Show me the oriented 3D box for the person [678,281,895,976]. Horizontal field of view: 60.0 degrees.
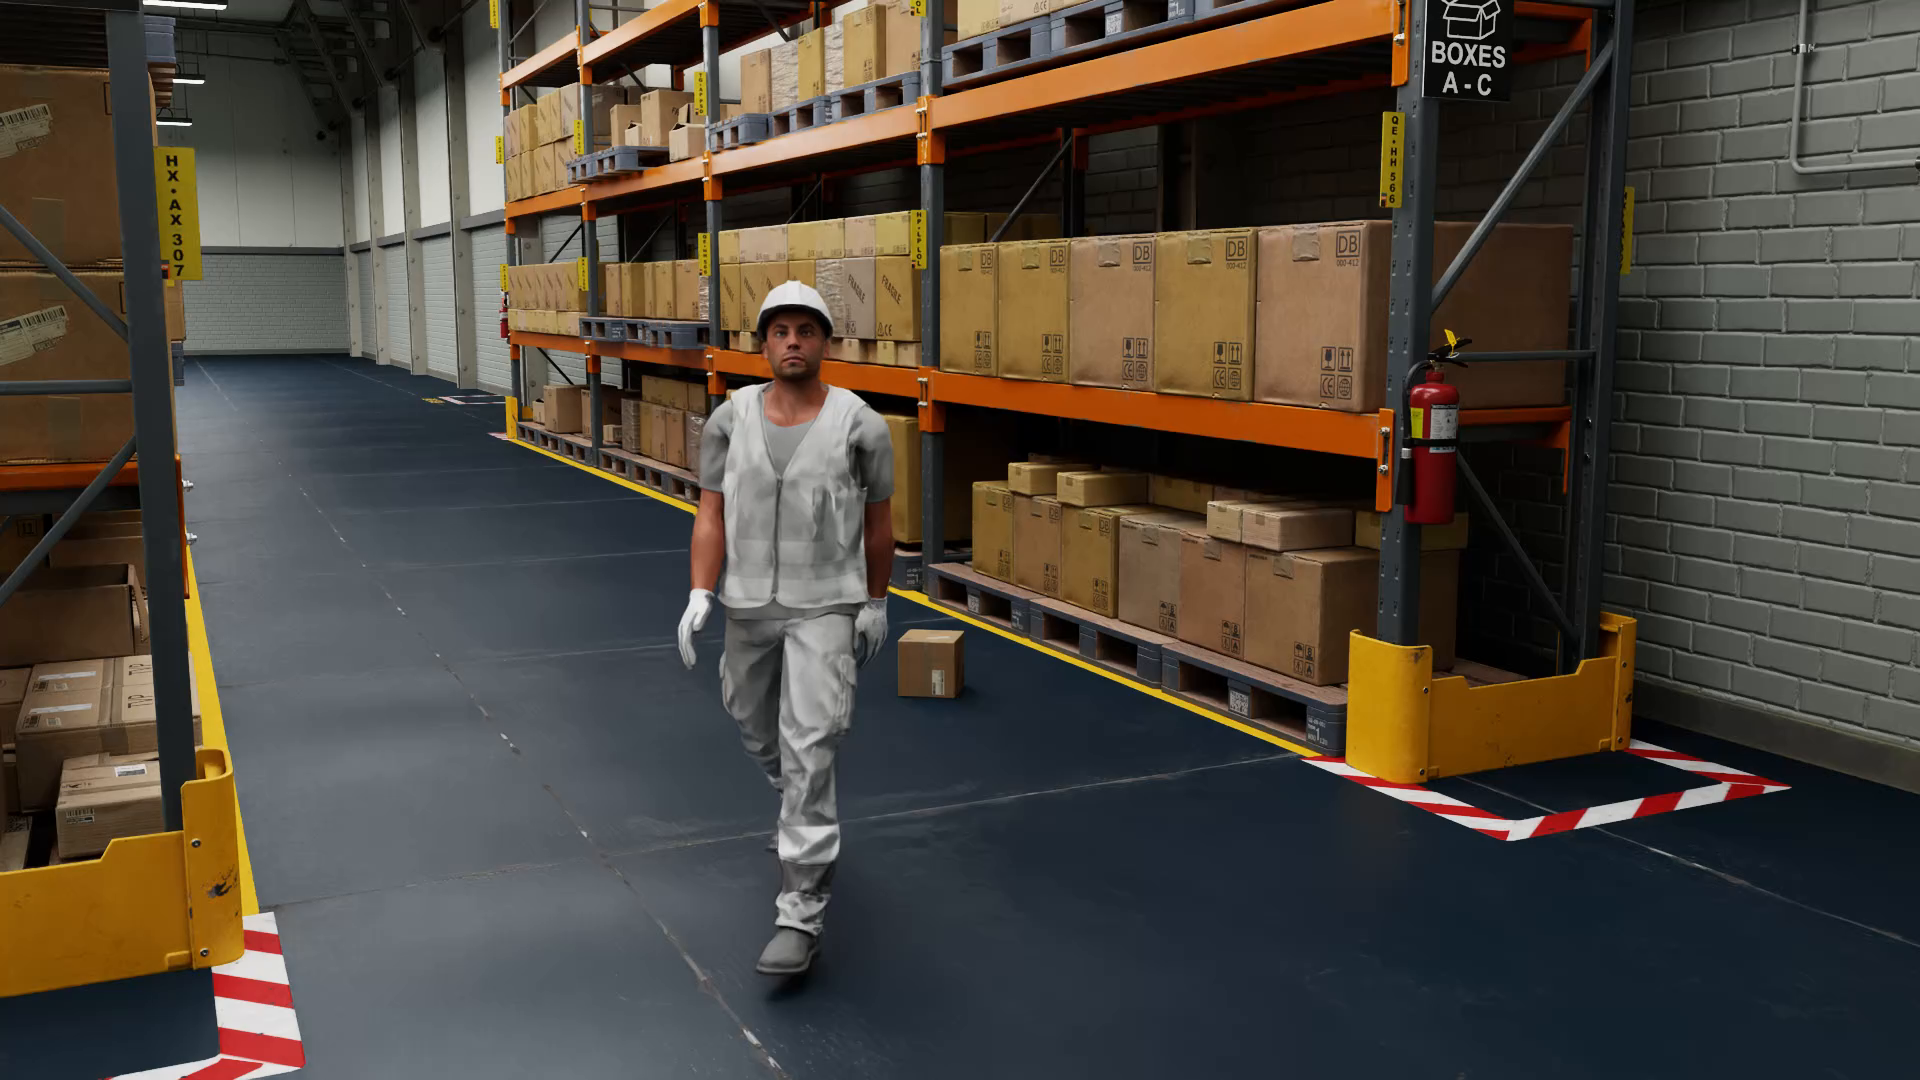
[{"bbox_3d":[-0.448,0.184,4.492,0.516,1.747,1.034,2,9,13],"label":"person"}]
